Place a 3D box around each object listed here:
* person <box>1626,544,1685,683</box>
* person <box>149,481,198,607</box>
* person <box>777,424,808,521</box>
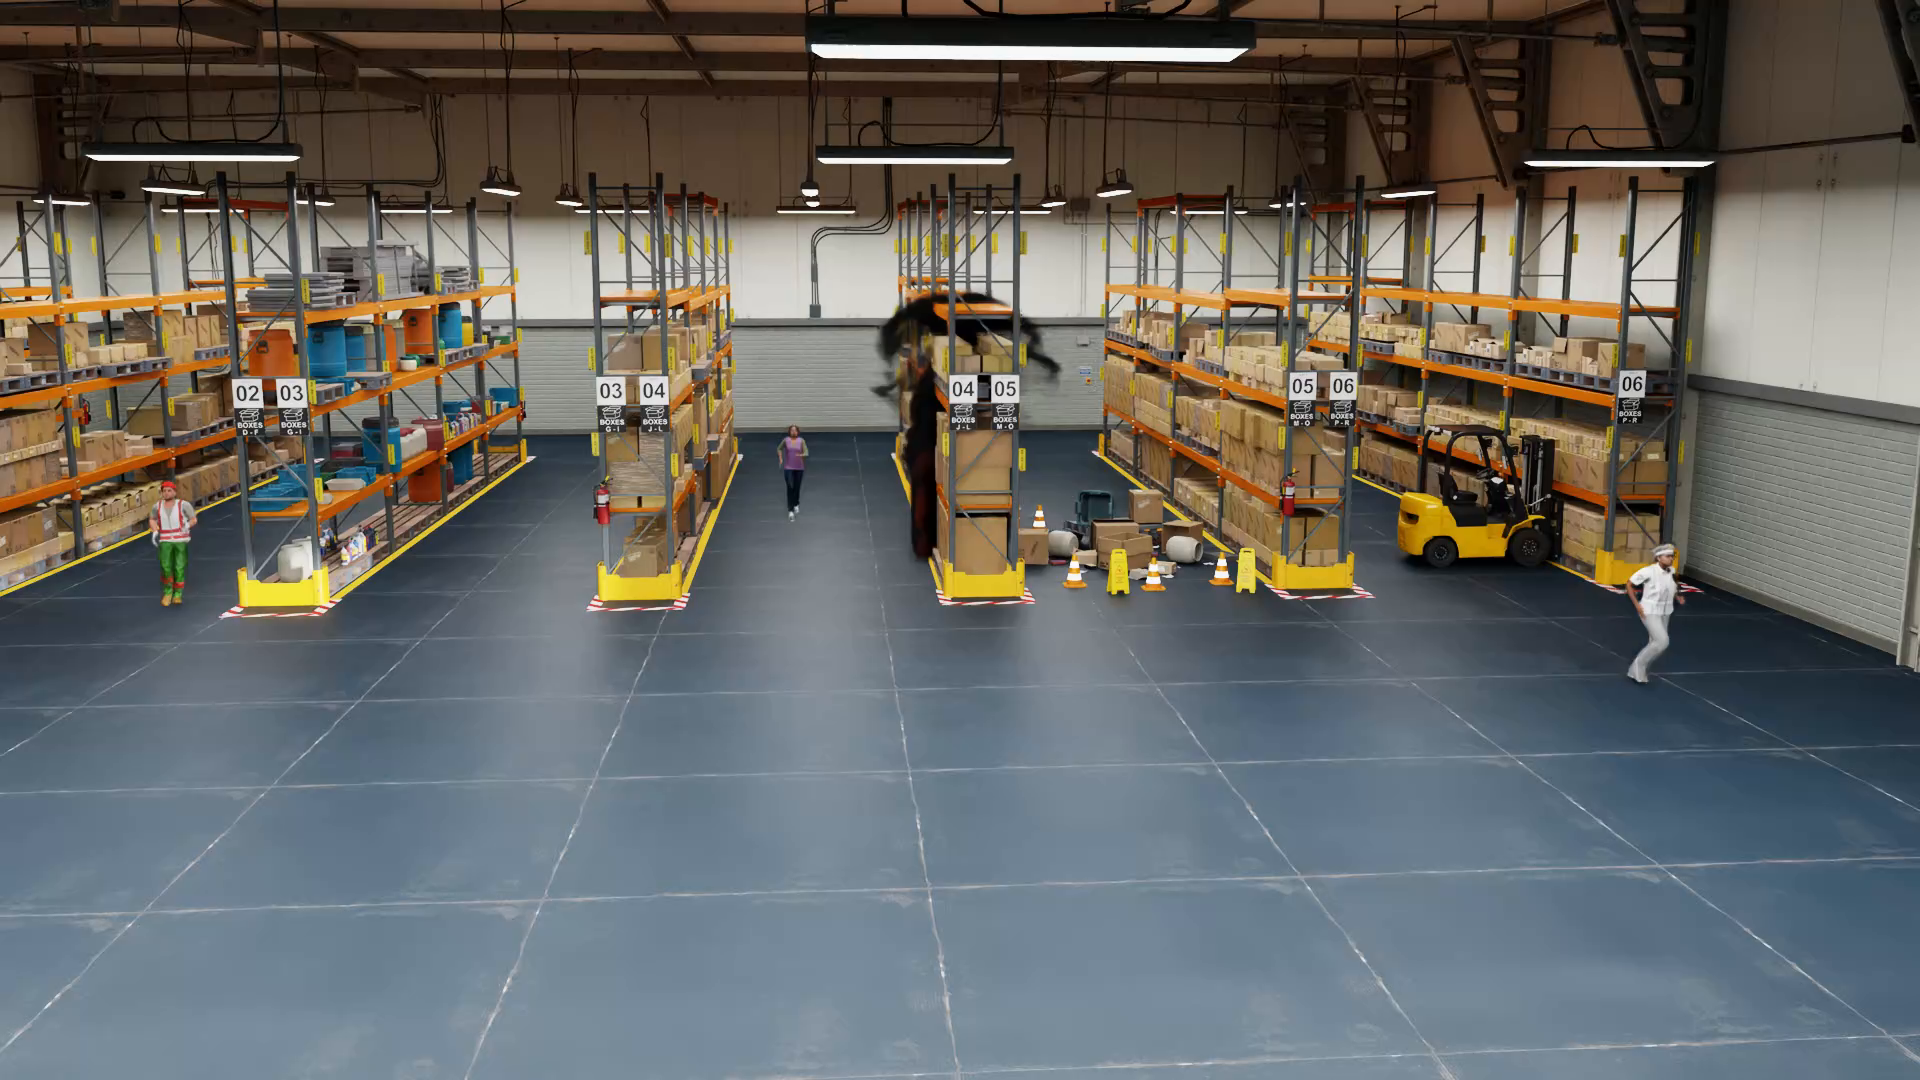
[{"bbox_3d":[8.002,0.845,19.085,0.572,1.653,0.637,-5,11,-26],"label":"person"},{"bbox_3d":[-11.101,0.048,23.447,0.644,1.749,0.623,-3,10,-16],"label":"person"},{"bbox_3d":[-2.923,-1.202,29.232,0.508,1.675,0.696,-2,10,-14],"label":"person"}]
